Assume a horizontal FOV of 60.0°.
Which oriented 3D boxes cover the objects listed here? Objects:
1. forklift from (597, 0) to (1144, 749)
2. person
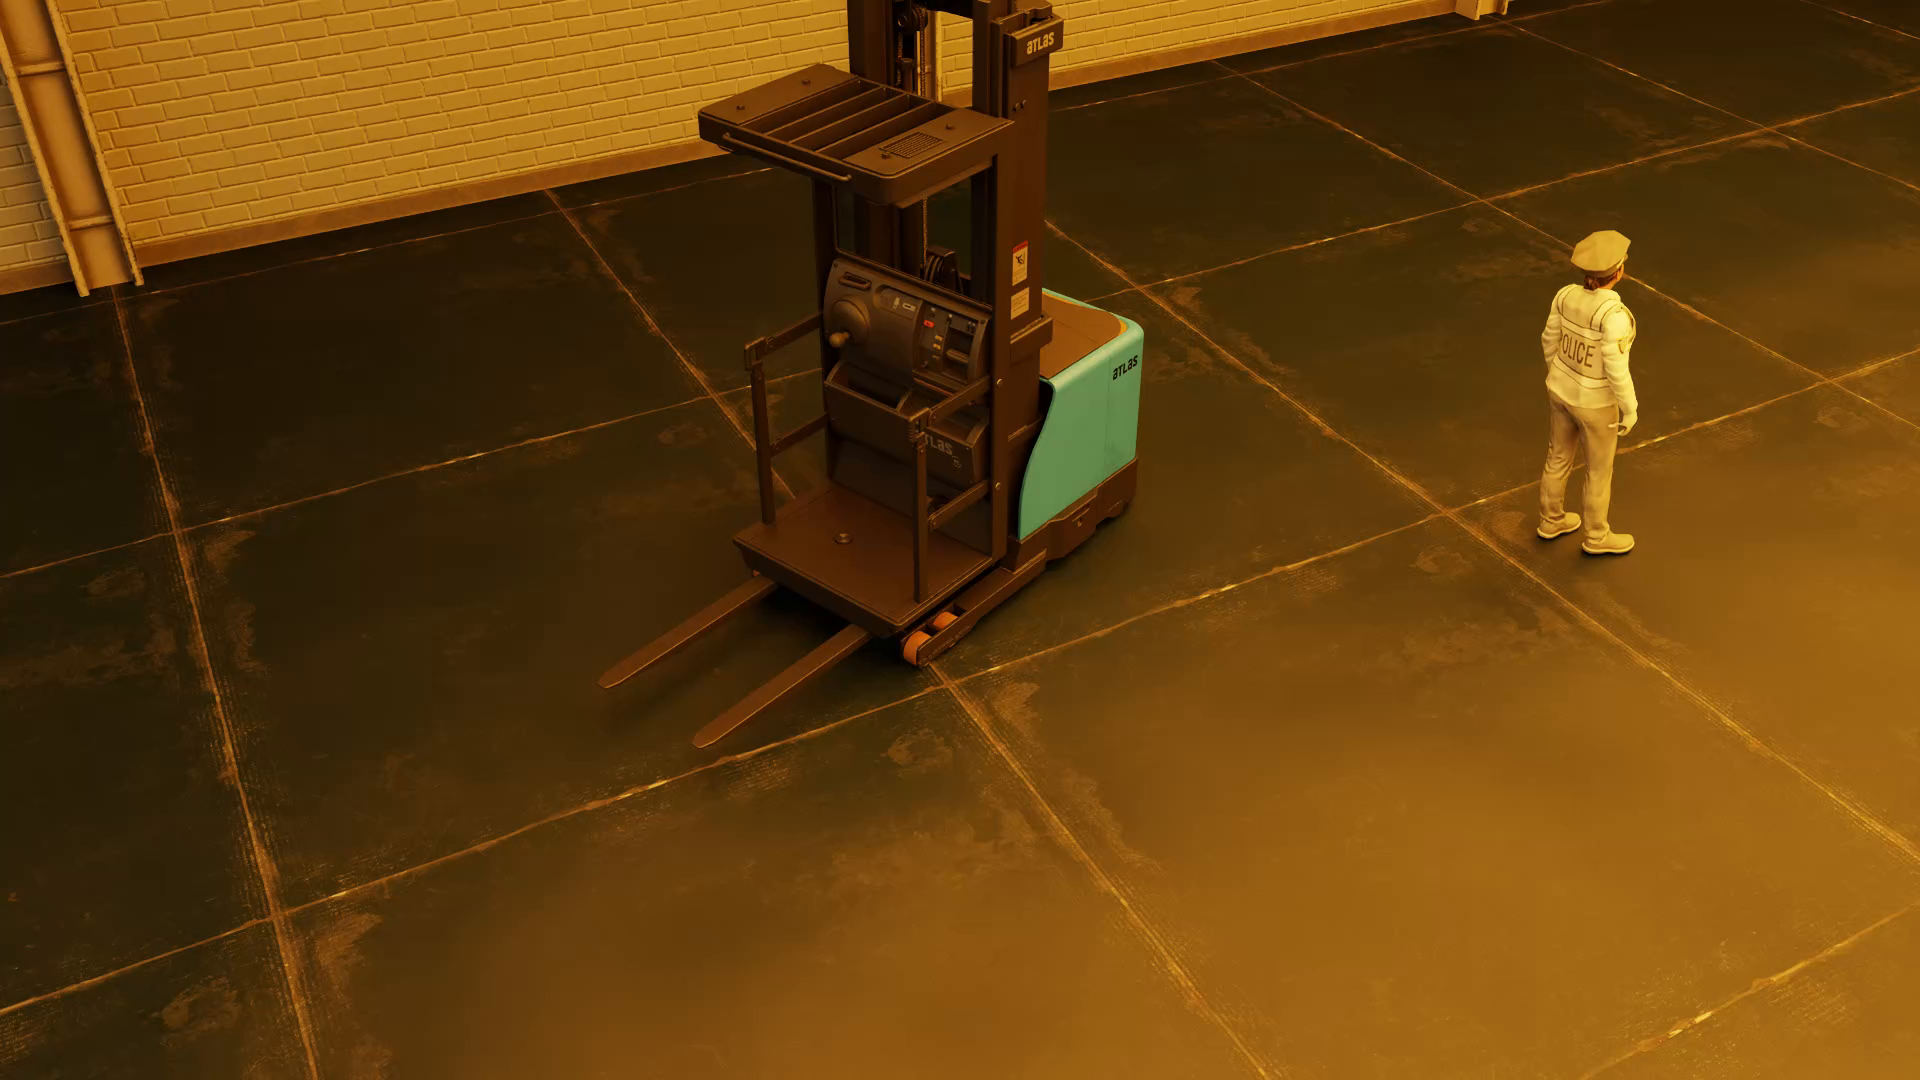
[{"bbox_3d":[-0.390,-0.927,7.434,1.130,2.935,3.031,26,43,31],"label":"forklift"},{"bbox_3d":[3.136,-0.731,8.216,0.534,1.697,0.588,-16,38,-21],"label":"person"}]
